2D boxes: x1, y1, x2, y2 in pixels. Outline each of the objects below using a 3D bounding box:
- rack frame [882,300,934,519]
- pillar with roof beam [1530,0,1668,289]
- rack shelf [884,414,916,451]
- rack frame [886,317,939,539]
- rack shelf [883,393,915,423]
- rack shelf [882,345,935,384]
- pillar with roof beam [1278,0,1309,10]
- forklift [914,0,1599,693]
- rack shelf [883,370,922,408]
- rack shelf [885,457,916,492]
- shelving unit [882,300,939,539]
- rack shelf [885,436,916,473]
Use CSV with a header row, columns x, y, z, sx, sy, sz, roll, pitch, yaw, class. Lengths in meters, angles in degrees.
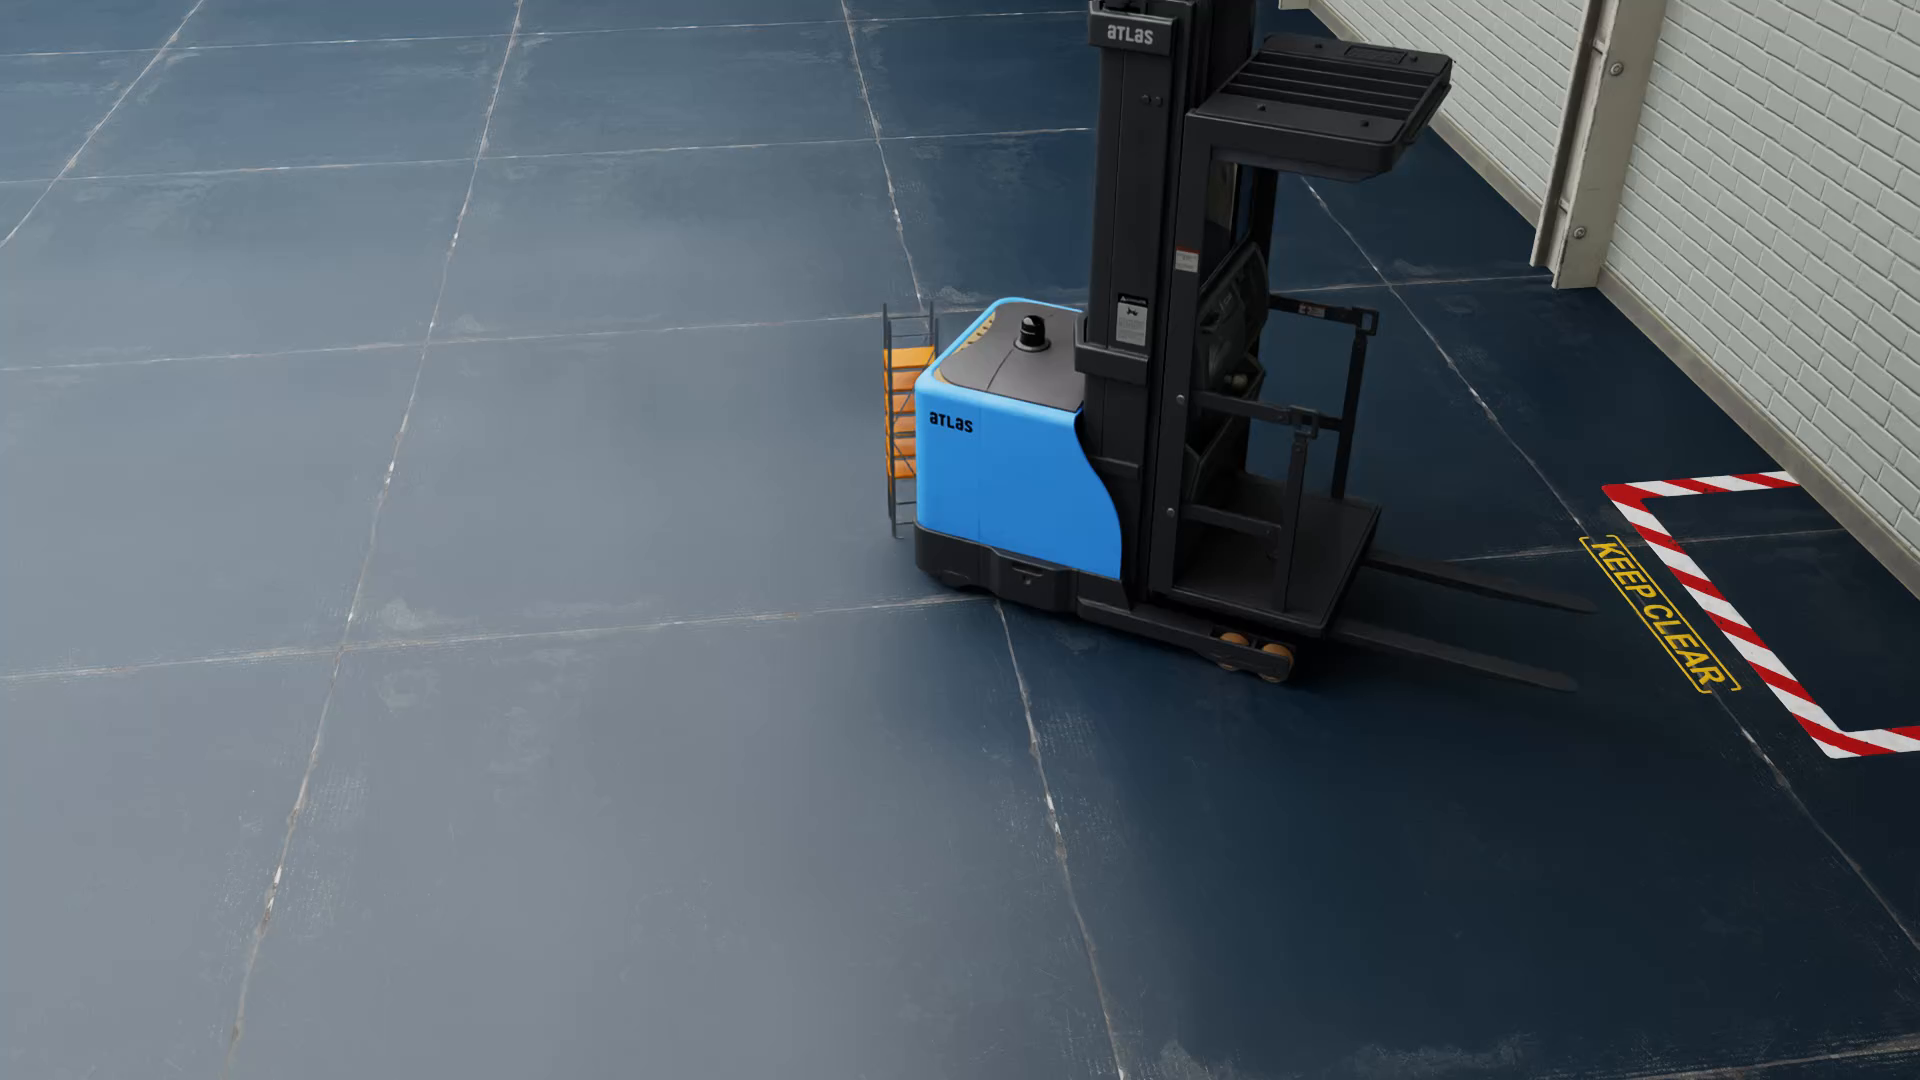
x,y,z,sx,sy,sz,roll,pitch,yaw,class
-0.242,-0.615,8.087,0.240,1.200,0.006,-4,35,-7,rack frame
-0.348,-5.114,7.763,9.100,9.000,0.400,-4,35,-6,pillar with roof beam
-0.229,-0.527,8.037,0.258,0.103,0.180,-4,35,-7,rack shelf
-0.216,-0.513,7.937,0.240,1.200,0.006,-4,35,-7,rack frame
-0.229,-0.626,7.969,0.258,0.103,0.180,-4,35,-7,rack shelf
-0.229,-0.825,7.834,0.258,0.103,0.180,-4,35,-7,rack shelf
-1.155,-8.462,12.676,9.100,9.000,0.400,-4,35,-6,pillar with roof beam
1.341,-0.927,7.008,3.031,2.935,1.130,15,37,21,forklift
-0.229,-0.725,7.902,0.258,0.103,0.180,-4,35,-7,rack shelf
-0.229,-0.329,8.172,0.258,0.103,0.180,-4,35,-7,rack shelf
-0.229,-0.564,8.012,0.258,1.200,0.189,-4,35,-7,shelving unit
-0.229,-0.428,8.105,0.258,0.103,0.180,-4,35,-7,rack shelf
